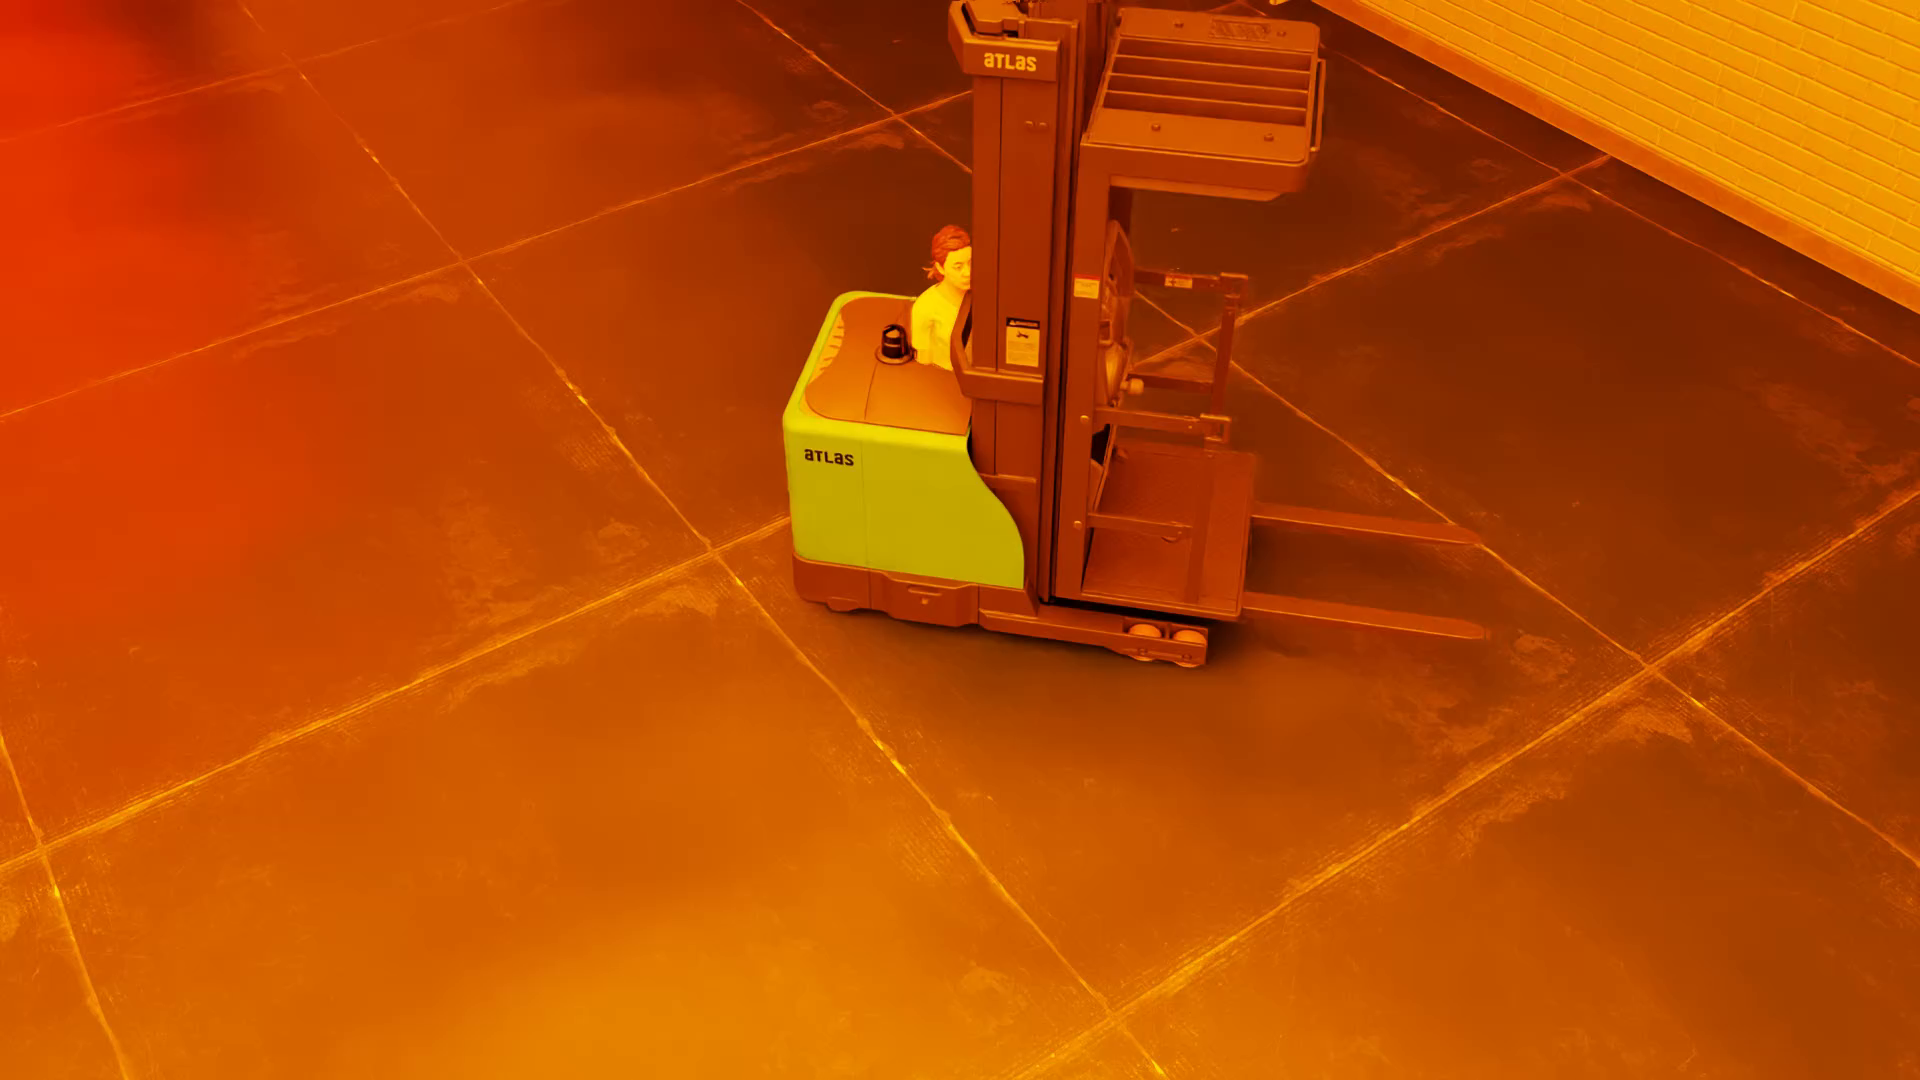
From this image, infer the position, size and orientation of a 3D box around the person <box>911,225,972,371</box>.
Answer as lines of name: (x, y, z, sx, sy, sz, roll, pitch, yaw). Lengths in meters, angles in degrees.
person: (0.013, -0.605, 7.305, 0.437, 1.669, 0.445, -25, 48, -25)

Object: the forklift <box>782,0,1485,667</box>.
forklift: (0.817, -0.916, 6.709, 3.031, 2.935, 1.130, 8, 43, 8)
